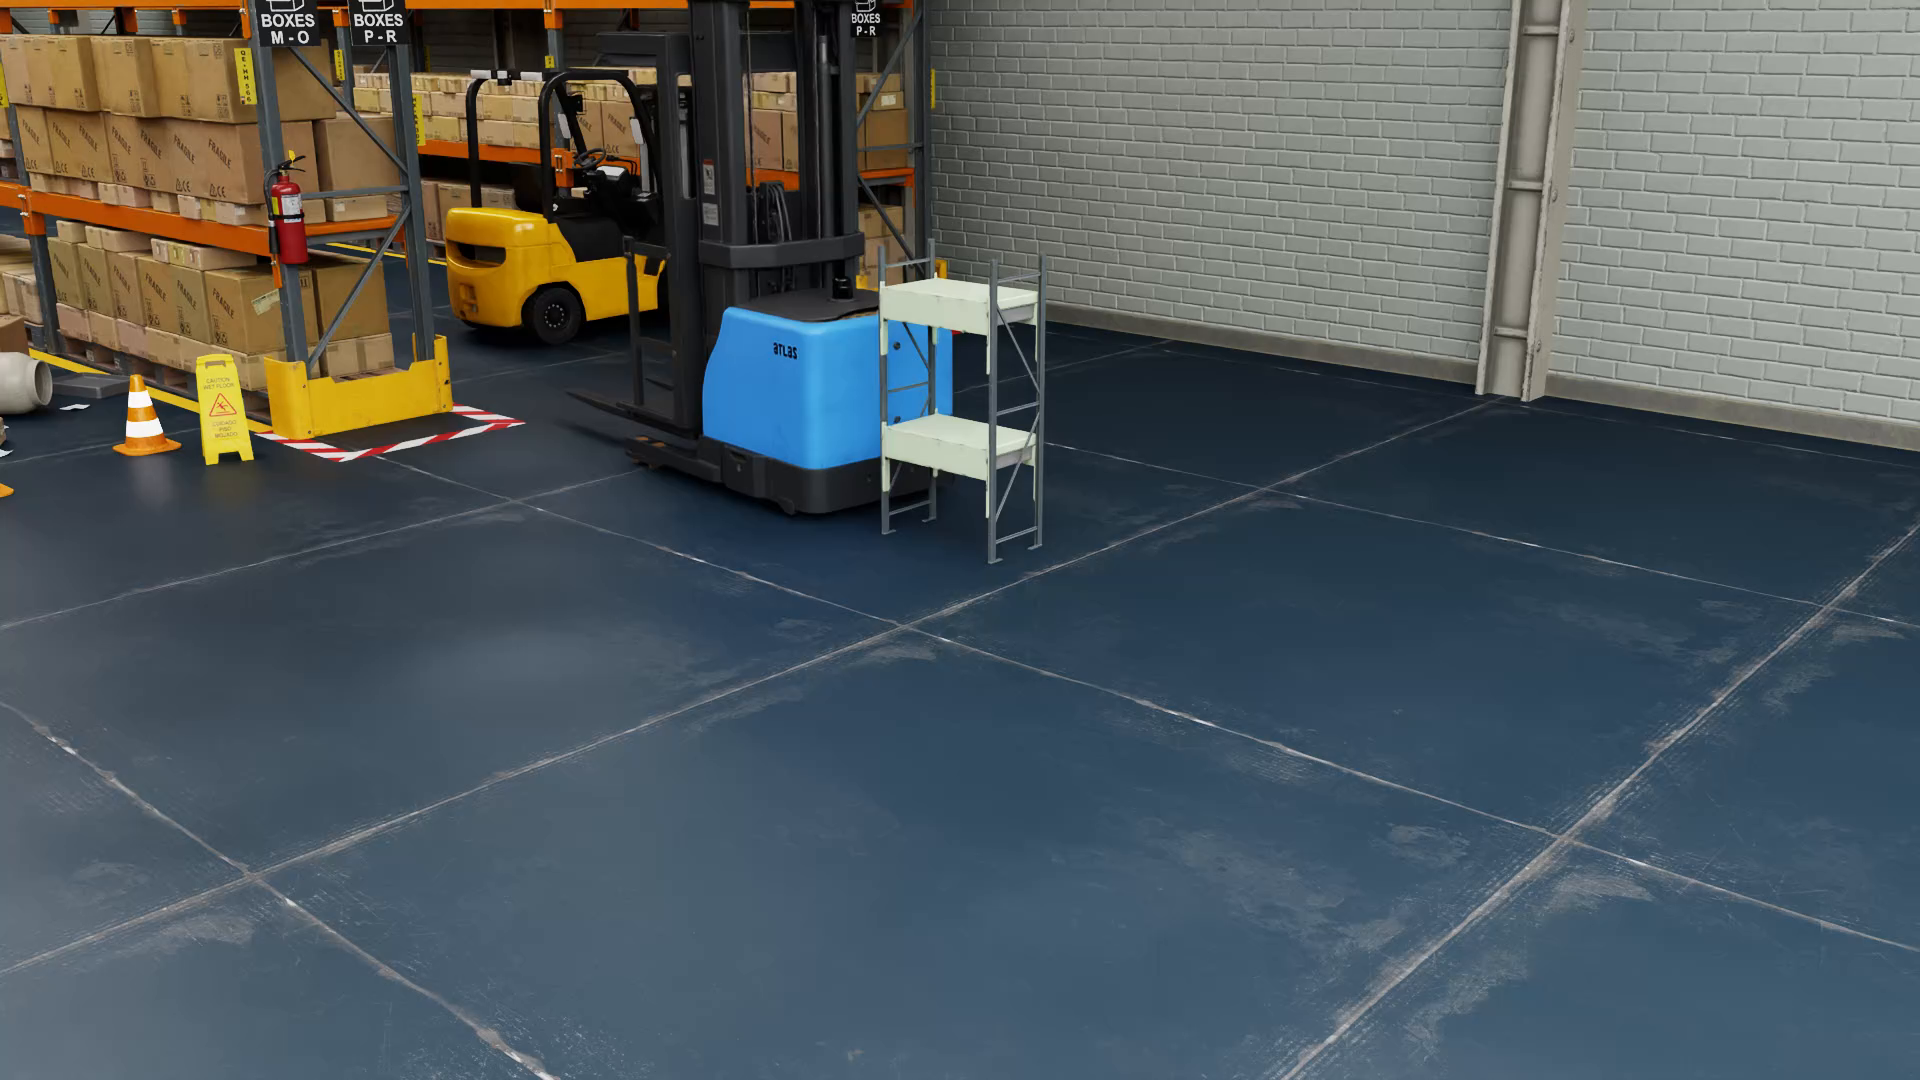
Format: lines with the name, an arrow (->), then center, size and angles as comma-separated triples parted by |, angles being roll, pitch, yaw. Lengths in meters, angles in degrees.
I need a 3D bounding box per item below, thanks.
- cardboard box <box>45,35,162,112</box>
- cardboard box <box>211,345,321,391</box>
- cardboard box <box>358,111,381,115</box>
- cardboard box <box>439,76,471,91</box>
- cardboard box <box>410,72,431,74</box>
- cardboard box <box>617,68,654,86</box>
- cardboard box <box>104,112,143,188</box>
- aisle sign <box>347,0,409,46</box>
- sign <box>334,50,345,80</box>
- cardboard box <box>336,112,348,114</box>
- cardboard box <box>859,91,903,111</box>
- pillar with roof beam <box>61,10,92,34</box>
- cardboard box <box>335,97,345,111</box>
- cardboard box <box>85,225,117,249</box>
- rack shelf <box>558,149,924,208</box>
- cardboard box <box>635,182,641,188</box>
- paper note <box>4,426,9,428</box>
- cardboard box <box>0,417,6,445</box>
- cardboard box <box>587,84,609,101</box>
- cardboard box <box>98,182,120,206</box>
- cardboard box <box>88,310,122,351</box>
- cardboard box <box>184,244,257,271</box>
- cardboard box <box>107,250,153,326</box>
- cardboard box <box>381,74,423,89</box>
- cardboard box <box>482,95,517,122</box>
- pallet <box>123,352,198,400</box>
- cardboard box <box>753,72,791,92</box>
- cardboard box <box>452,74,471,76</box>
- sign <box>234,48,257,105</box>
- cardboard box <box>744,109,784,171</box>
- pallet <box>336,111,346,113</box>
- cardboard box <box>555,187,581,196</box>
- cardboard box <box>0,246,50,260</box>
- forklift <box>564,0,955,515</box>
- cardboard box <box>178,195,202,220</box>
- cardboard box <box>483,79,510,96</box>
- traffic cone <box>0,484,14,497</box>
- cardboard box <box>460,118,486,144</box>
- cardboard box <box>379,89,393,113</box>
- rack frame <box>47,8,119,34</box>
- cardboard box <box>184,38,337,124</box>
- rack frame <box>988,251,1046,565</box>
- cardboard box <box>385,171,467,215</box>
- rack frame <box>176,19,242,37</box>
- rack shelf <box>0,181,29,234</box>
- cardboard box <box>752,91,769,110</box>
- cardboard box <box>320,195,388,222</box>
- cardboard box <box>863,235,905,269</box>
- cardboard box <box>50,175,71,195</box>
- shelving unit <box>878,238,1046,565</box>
cardboard box -> -5.999, -3.329, 11.833 | 0.500, 0.500, 0.700 | 14, 23, 38
cardboard box -> -4.719, -1.208, 11.309 | 0.500, 0.250, 0.500 | 15, 23, 39
cardboard box -> -6.440, -4.726, 18.792 | 0.500, 0.250, 0.500 | 15, 23, 39
cardboard box -> -5.336, -4.881, 17.795 | 0.250, 0.149, 0.380 | 15, 23, 39
cardboard box -> -6.232, -5.279, 19.050 | 0.250, 0.149, 0.380 | 16, 24, 41
cardboard box -> -3.000, -4.350, 15.630 | 0.250, 0.149, 0.380 | 16, 23, 40
cardboard box -> -5.617, -2.757, 11.682 | 0.500, 0.500, 0.500 | 15, 23, 40
aisle sign -> -3.666, -3.509, 10.411 | 0.004, 0.787, 0.394 | 15, 23, 39
sign -> -6.963, -5.331, 18.669 | 0.005, 0.325, 0.100 | 15, 23, 39
cardboard box -> -4.478, -2.662, 11.385 | 0.500, 0.500, 0.500 | 16, 24, 41
cardboard box -> -0.707, -3.819, 14.450 | 0.250, 0.149, 0.380 | 14, 23, 38
pillar with roof beam -> -16.869, -9.179, 22.658 | 0.400, 9.000, 9.100 | 15, 23, 39
cardboard box -> -7.355, -5.067, 19.341 | 0.250, 0.149, 0.380 | 16, 23, 40
cardboard box -> -6.208, -2.250, 12.282 | 0.250, 0.149, 0.380 | 16, 24, 41
rack shelf -> -2.122, -3.394, 15.537 | 4.000, 0.370, 1.077 | 15, 23, 39
cardboard box -> -3.121, -3.450, 16.722 | 0.500, 0.250, 0.500 | 16, 23, 40
paper note -> -6.304, -0.748, 10.952 | 0.123, 0.001, 0.032 | 15, 23, 39
cardboard box -> -6.238, -0.659, 10.442 | 0.380, 0.149, 0.250 | -6, 18, -18
cardboard box -> -3.359, -4.320, 16.029 | 0.250, 0.149, 0.380 | 16, 23, 41
cardboard box -> -5.936, -2.500, 11.947 | 0.250, 0.149, 0.380 | 15, 23, 40
cardboard box -> -6.241, -1.620, 12.610 | 0.500, 0.250, 0.500 | 17, 24, 42
cardboard box -> -5.009, -1.928, 11.268 | 0.250, 0.149, 0.380 | 16, 24, 41
cardboard box -> -5.853, -1.873, 12.167 | 0.500, 0.500, 0.500 | 17, 24, 42
cardboard box -> -6.157, -5.069, 18.387 | 0.250, 0.149, 0.380 | 16, 24, 41
cardboard box -> -4.544, -4.448, 17.090 | 0.500, 0.250, 0.500 | 14, 23, 38
pallet -> -5.467, -1.314, 12.403 | 1.213, 0.211, 1.003 | 15, 23, 39
cardboard box -> -1.589, -4.014, 14.572 | 0.250, 0.149, 0.380 | 15, 23, 40
cardboard box -> -5.435, -5.083, 18.430 | 0.250, 0.149, 0.380 | 15, 23, 39
sign -> -4.301, -2.793, 10.016 | 0.005, 0.325, 0.100 | 15, 23, 39
cardboard box -> -1.550, -3.529, 14.607 | 0.500, 0.500, 0.500 | 16, 24, 41
pallet -> -7.163, -4.971, 19.632 | 1.003, 0.211, 1.213 | 15, 23, 39
cardboard box -> -4.015, -3.309, 17.312 | 0.625, 0.625, 0.875 | 16, 24, 42
cardboard box -> -8.365, -2.350, 14.708 | 0.625, 0.372, 0.950 | 16, 24, 41
forklift -> -1.375, -1.903, 9.761 | 1.130, 2.935, 3.031 | -15, 23, -39
cardboard box -> -4.993, -2.246, 11.144 | 0.250, 0.149, 0.380 | 16, 23, 40
cardboard box -> -4.658, -4.645, 17.053 | 0.250, 0.149, 0.380 | 14, 22, 38
traffic cone -> -5.578, -0.478, 9.352 | 0.334, 0.463, 0.336 | 15, 23, 39
cardboard box -> -4.899, -4.316, 17.499 | 0.500, 0.250, 0.500 | 15, 23, 40
cardboard box -> -6.066, -4.863, 18.399 | 0.500, 0.250, 0.500 | 16, 24, 41
rack frame -> -12.593, -6.548, 24.286 | 0.127, 3.000, 1.000 | 15, 23, 39
cardboard box -> -4.445, -2.931, 10.578 | 0.500, 0.500, 0.700 | 14, 23, 38
rack frame -> 0.279, -0.640, 8.149 | 0.023, 1.500, 0.400 | 15, 23, 39
cardboard box -> -6.152, -3.882, 19.116 | 0.625, 0.625, 0.875 | 16, 24, 41
rack frame -> -9.601, -5.745, 21.755 | 0.127, 3.000, 1.000 | 15, 23, 39
rack shelf -> -8.406, -3.074, 14.527 | 4.000, 0.370, 1.077 | 15, 23, 39
cardboard box -> -1.613, -3.862, 14.583 | 0.250, 0.149, 0.380 | 15, 23, 39
cardboard box -> -4.035, -2.207, 11.023 | 0.250, 0.149, 0.380 | 15, 23, 39
cardboard box -> -0.840, -2.605, 14.886 | 0.500, 0.250, 0.500 | 16, 23, 40
cardboard box -> -6.664, -2.720, 12.640 | 0.250, 0.149, 0.380 | 16, 24, 41
shelving unit -> 0.005, -0.714, 8.381 | 0.755, 1.500, 0.431 | 15, 23, 39
